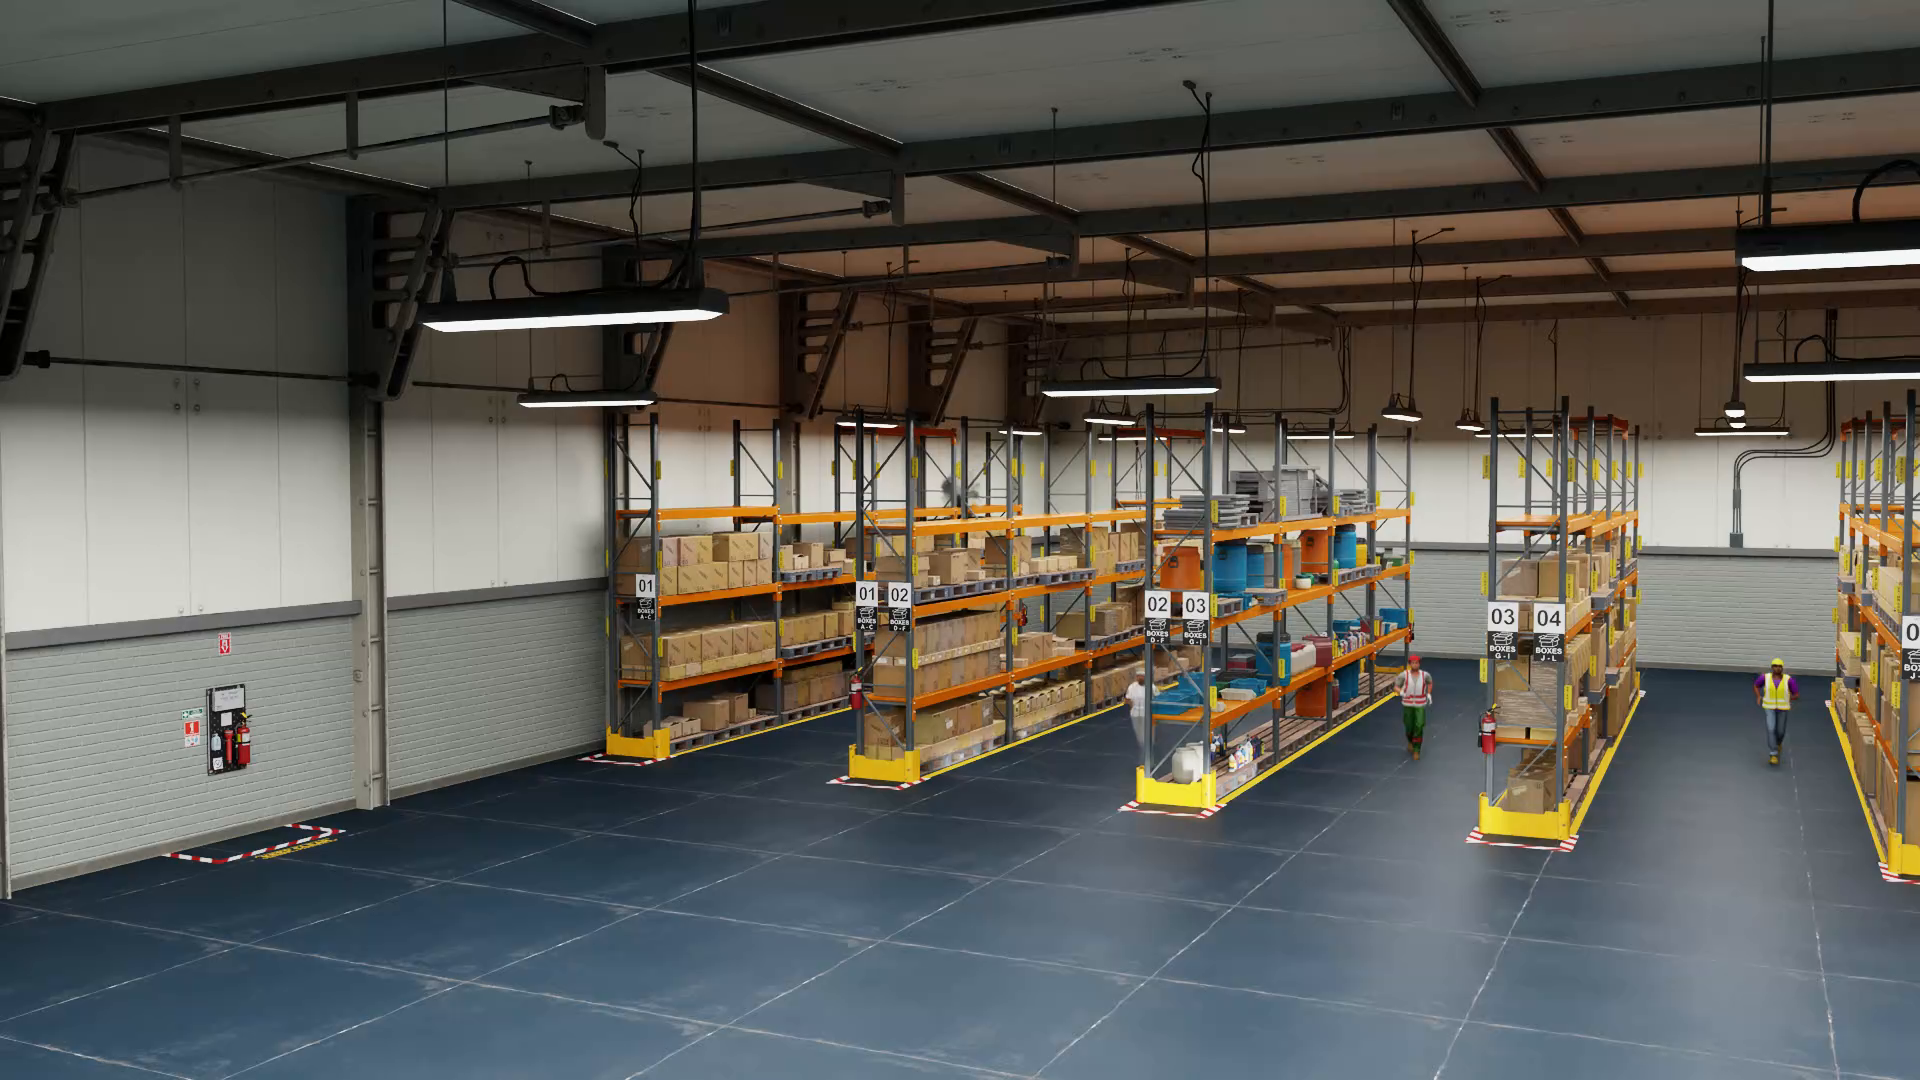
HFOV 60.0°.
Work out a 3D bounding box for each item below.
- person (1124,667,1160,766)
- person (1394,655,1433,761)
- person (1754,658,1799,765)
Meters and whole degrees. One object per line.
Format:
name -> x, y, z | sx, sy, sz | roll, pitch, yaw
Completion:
person -> 3.045, 2.995, 27.902 | 0.559, 1.759, 0.761 | 1, 3, 24
person -> 7.863, 2.876, 28.838 | 0.648, 1.778, 1.008 | 1, 2, 14
person -> 14.029, 2.917, 28.584 | 0.692, 1.770, 0.968 | 1, 3, 23
